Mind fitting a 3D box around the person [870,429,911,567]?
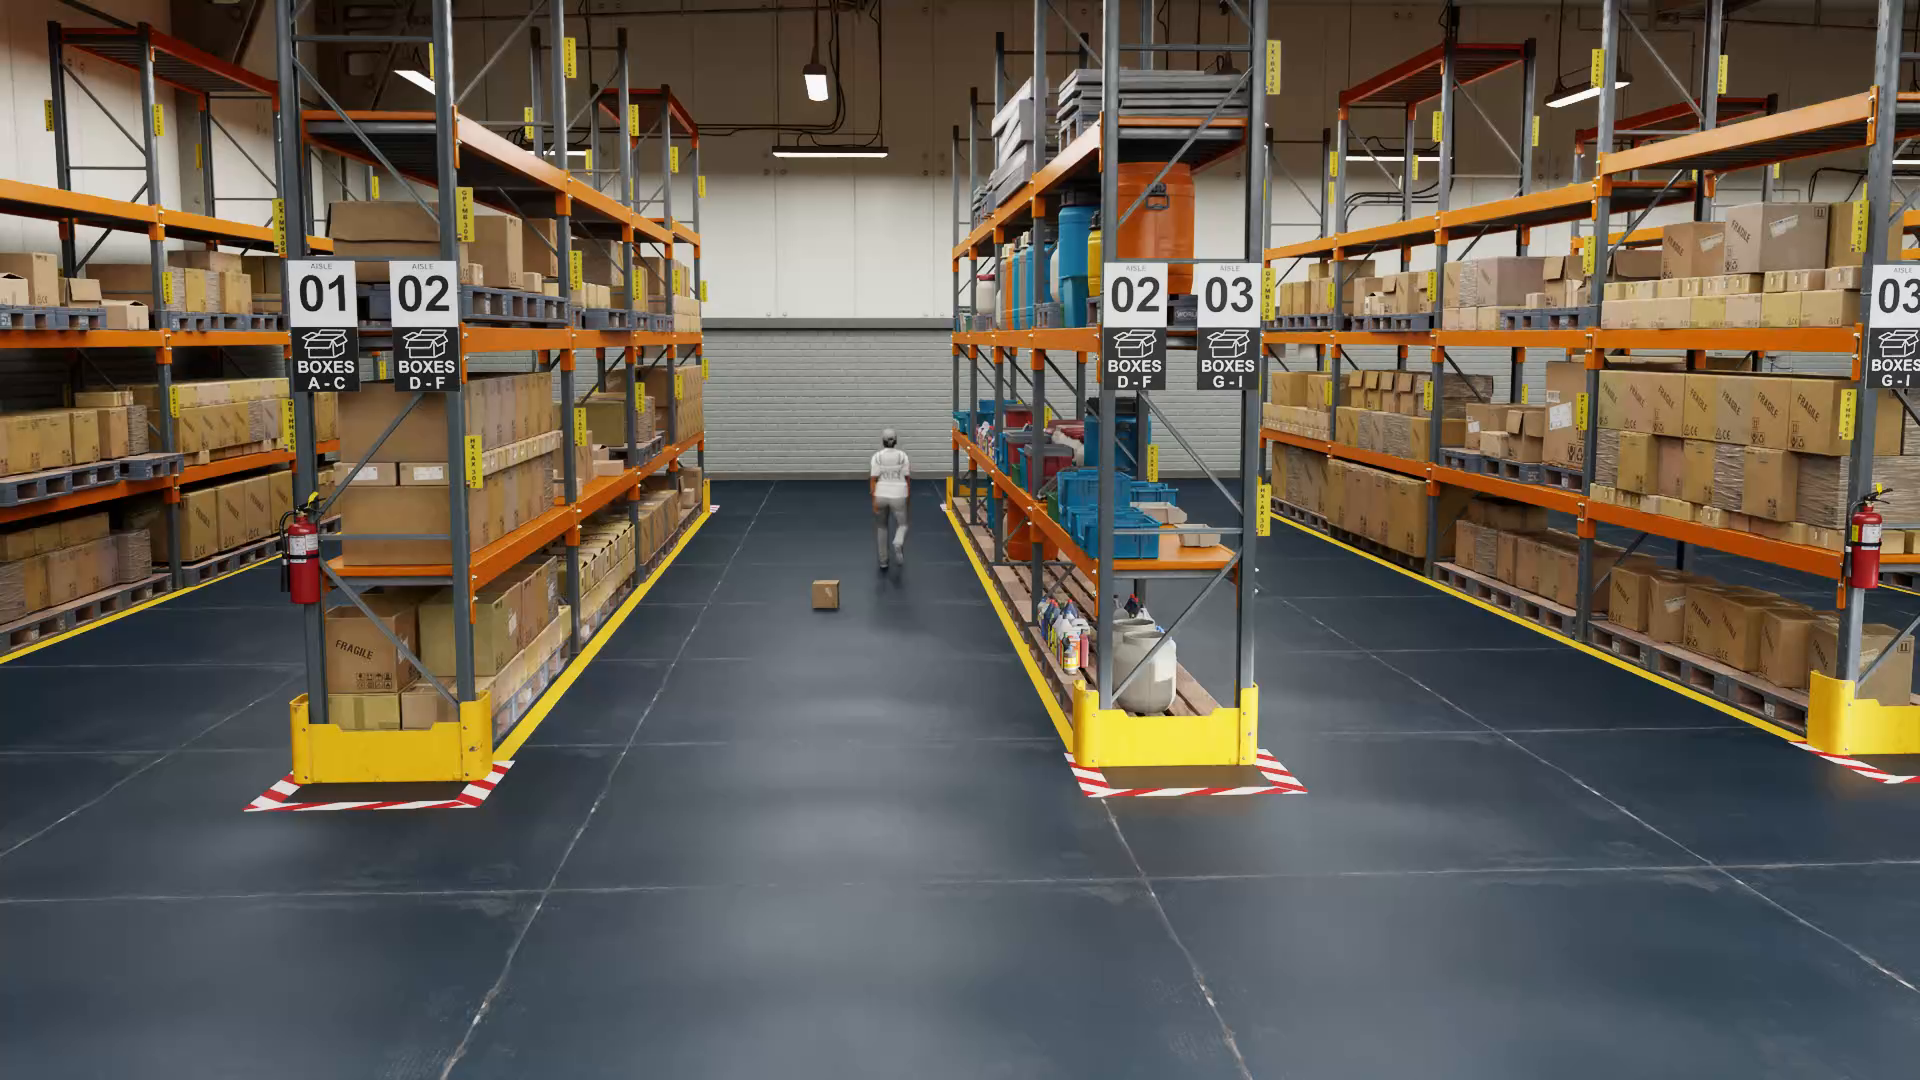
[{"bbox_3d":[-0.822,-0.476,19.500,0.477,1.640,0.669,0,7,1],"label":"person"}]
